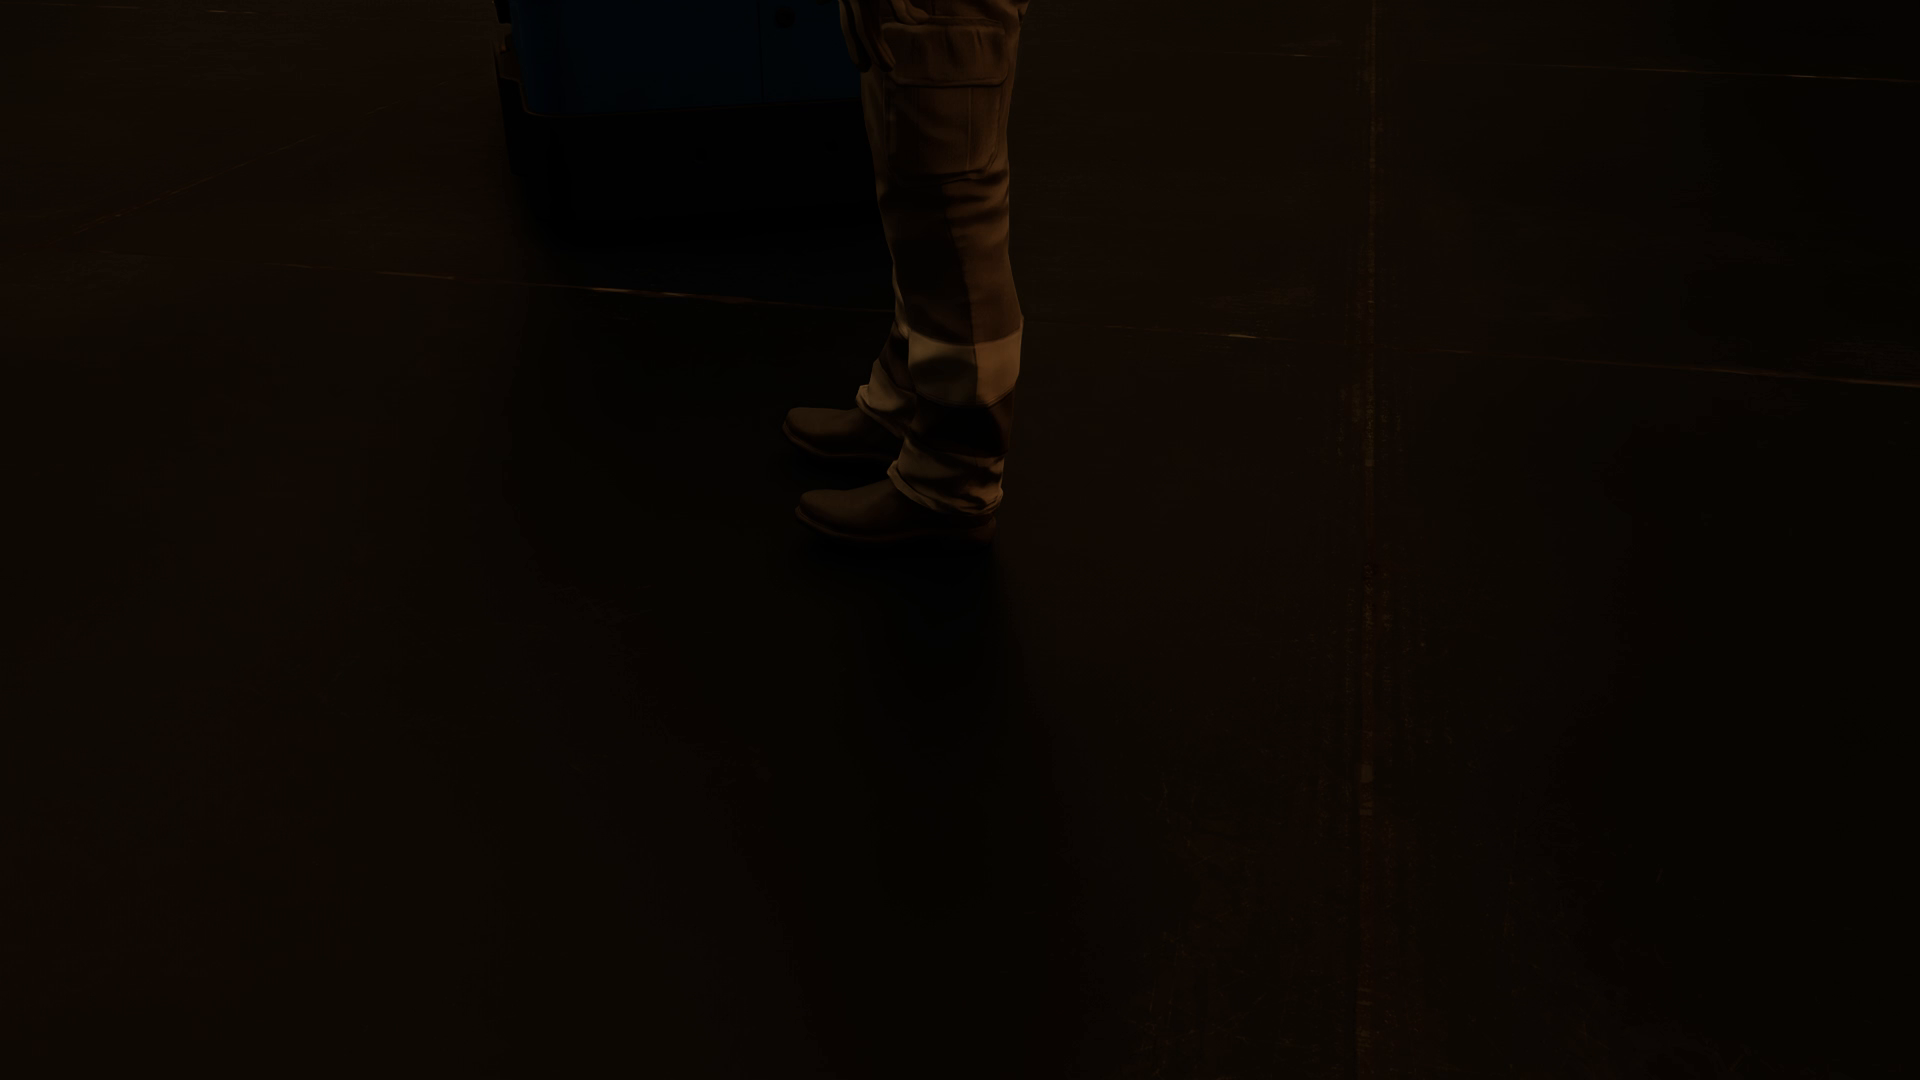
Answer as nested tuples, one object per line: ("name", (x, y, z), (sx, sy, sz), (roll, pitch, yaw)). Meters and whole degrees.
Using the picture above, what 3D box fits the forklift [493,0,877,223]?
("forklift", (-0.853, -2.668, 4.534), (1.130, 2.935, 3.031), (-7, 28, -14))

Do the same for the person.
("person", (-0.076, -0.819, 2.120), (0.562, 1.790, 0.637), (6, 27, 11))
